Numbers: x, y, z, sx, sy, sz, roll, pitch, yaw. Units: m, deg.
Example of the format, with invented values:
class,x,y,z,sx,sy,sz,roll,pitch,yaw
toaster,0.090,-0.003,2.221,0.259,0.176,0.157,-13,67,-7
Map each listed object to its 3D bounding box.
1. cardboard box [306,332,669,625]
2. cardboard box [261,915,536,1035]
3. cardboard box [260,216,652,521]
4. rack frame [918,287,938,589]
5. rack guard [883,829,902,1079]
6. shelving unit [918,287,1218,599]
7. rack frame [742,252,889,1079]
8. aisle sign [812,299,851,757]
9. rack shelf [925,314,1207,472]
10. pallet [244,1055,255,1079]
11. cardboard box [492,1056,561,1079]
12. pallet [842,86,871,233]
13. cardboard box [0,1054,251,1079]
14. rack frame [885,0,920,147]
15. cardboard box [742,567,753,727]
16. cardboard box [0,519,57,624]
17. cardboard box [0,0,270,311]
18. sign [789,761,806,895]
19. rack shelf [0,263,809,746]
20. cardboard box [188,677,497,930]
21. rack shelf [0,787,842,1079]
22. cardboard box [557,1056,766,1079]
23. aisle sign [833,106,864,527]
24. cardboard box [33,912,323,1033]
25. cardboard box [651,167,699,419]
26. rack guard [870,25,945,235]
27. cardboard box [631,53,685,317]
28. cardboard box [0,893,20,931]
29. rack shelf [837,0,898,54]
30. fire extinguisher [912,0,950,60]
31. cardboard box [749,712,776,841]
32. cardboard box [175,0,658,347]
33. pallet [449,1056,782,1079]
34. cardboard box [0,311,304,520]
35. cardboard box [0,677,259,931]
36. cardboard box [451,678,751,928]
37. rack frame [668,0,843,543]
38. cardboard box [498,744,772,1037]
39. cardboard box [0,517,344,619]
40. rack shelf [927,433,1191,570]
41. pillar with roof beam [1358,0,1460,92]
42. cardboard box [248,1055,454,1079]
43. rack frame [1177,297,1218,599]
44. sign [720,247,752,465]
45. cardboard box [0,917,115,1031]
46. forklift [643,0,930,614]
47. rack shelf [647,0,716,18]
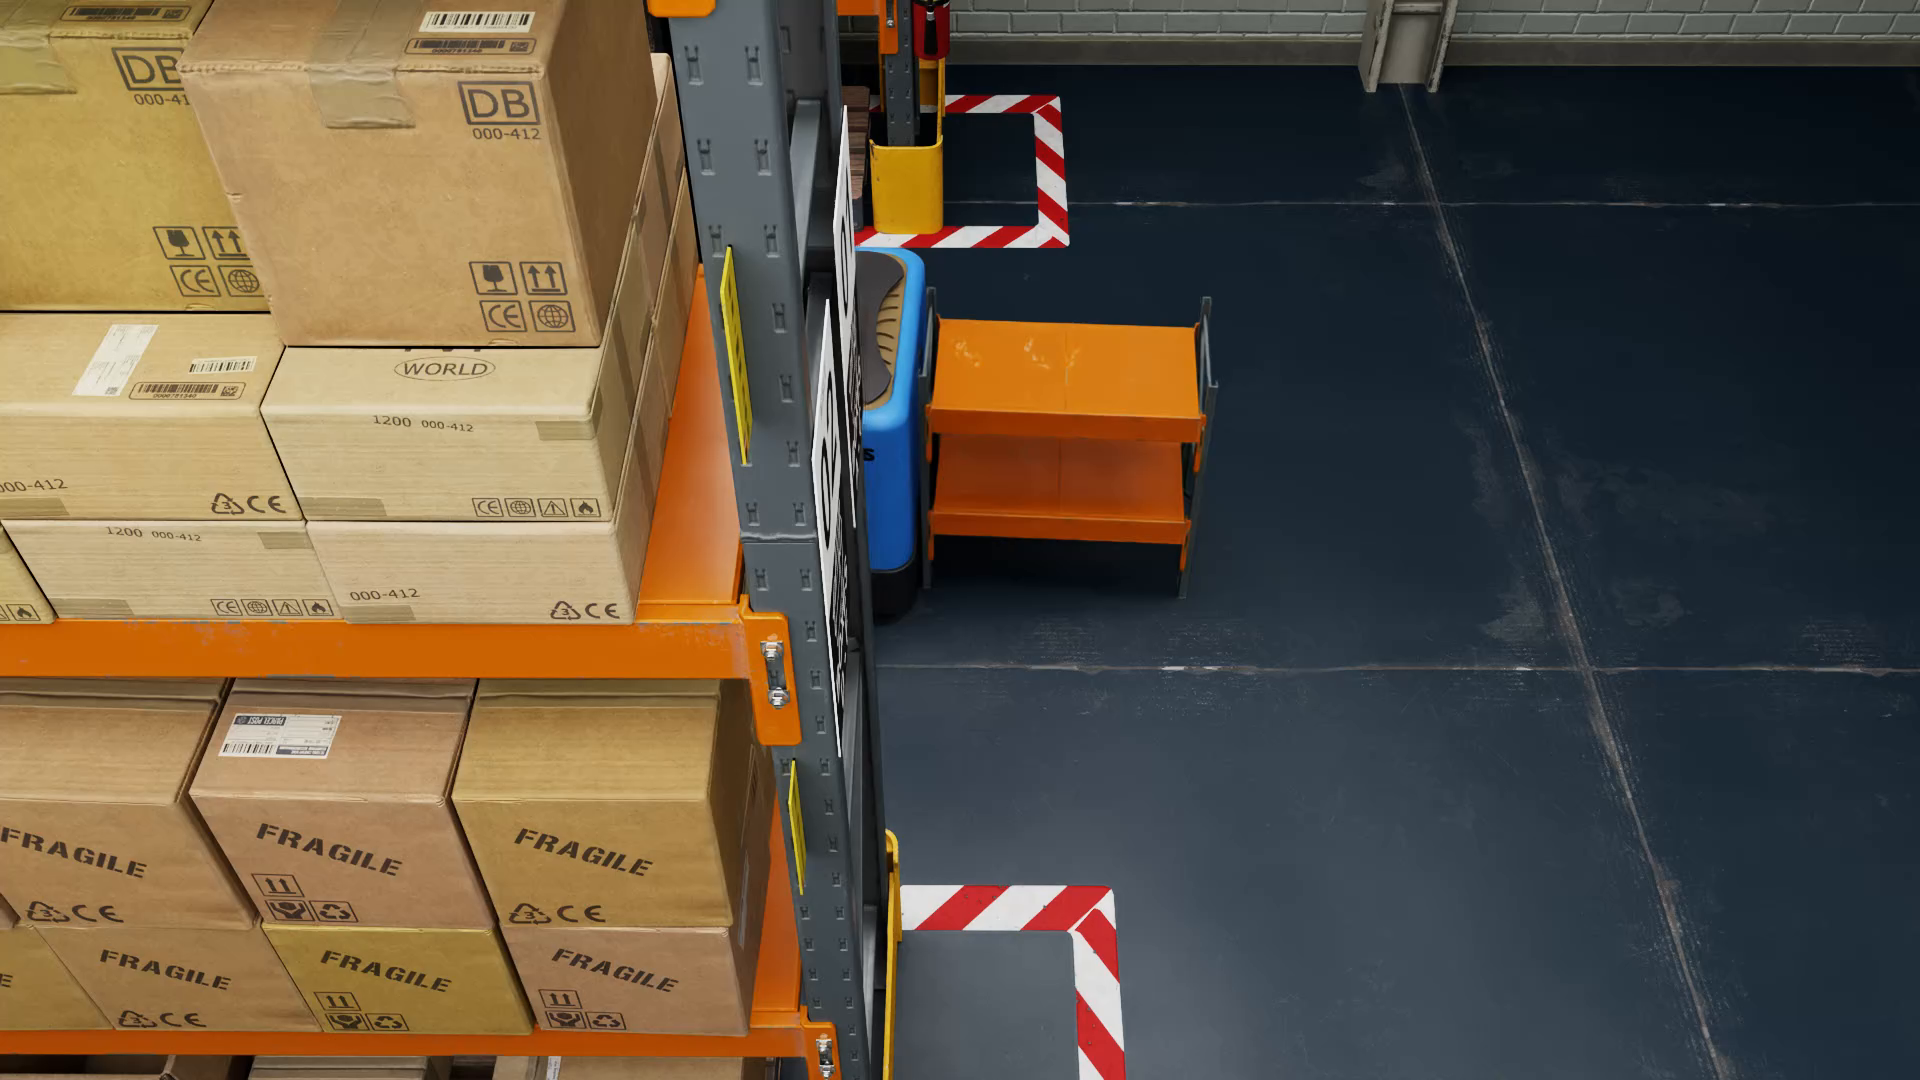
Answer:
class,x,y,z,sx,sy,sz,roll,pitch,yaw
cardboard box,-0.809,-0.118,2.945,0.500,0.250,0.500,0,47,0
cardboard box,-1.262,0.826,3.944,0.500,0.500,0.500,1,47,0
cardboard box,-0.809,-0.295,2.768,0.500,0.250,0.500,0,47,0
rack frame,-0.119,-0.372,6.408,0.032,1.125,0.500,2,47,2
rack guard,-0.371,1.513,5.081,0.348,0.500,1.175,0,47,0
shelving unit,0.389,-0.351,6.389,1.048,1.125,0.538,2,47,2
rack frame,-0.295,0.661,4.166,0.127,3.000,1.000,0,47,0
aisle sign,-0.228,0.000,3.006,0.004,0.787,0.394,0,47,0
rack shelf,0.389,-0.551,6.175,1.000,0.278,0.538,2,47,2
pallet,-2.385,1.604,5.194,1.213,0.211,1.003,0,47,0
cardboard box,-1.244,1.588,4.938,0.250,0.166,0.380,0,47,0
pallet,-1.080,-1.960,8.511,1.213,0.211,1.003,0,47,0
cardboard box,-2.416,1.352,4.928,0.637,0.503,0.797,0,47,0
rack frame,-0.280,-2.965,7.541,0.127,3.000,1.000,0,47,0
cardboard box,-0.737,0.092,3.944,0.500,0.500,0.500,1,47,1
cardboard box,-1.809,-0.119,2.946,0.500,0.250,0.500,0,47,0
cardboard box,-1.308,-0.788,2.715,0.500,0.500,0.700,0,47,0
sign,-0.317,0.565,3.249,0.005,0.325,0.100,0,47,0
rack shelf,-2.295,-0.121,3.337,4.000,0.370,1.077,0,47,0
cardboard box,-1.246,0.486,3.578,0.500,0.500,0.500,1,47,1
rack shelf,-2.295,0.901,4.435,4.000,0.370,1.077,0,47,0
cardboard box,-0.839,1.542,4.754,0.500,0.500,0.500,0,47,0
aisle sign,-0.225,-0.439,3.415,0.004,0.787,0.394,0,47,0
cardboard box,-1.761,0.821,3.949,0.500,0.500,0.500,0,47,0
cardboard box,-0.807,-0.497,3.298,0.500,0.250,0.500,0,47,0
rack guard,-0.256,-2.113,8.456,0.348,0.500,1.175,0,47,0
cardboard box,-0.807,-0.672,3.119,0.500,0.250,0.500,0,47,0
cardboard box,-2.278,0.486,3.578,0.500,0.500,0.500,1,47,1
rack shelf,-2.280,-2.725,7.810,4.000,0.370,1.077,0,47,0
fire extinguisher,-0.131,-2.473,7.391,0.183,0.674,0.296,0,47,0
cardboard box,-0.737,0.433,4.310,0.500,0.500,0.500,1,47,1
cardboard box,-0.808,-0.725,2.656,0.500,0.500,0.700,0,47,0
pallet,-1.168,1.610,5.189,1.213,0.211,1.003,0,47,0
cardboard box,-1.309,-0.296,2.769,0.500,0.250,0.500,0,47,0
cardboard box,-1.764,0.488,3.576,0.500,0.500,0.500,1,47,1
cardboard box,-0.741,0.486,3.577,0.500,0.500,0.500,0,47,0
rack frame,-0.295,-1.383,1.970,0.127,3.000,1.000,0,47,0
cardboard box,-0.744,0.825,3.945,0.500,0.500,0.500,1,47,1
cardboard box,-1.309,-0.128,2.954,0.500,0.250,0.500,0,47,0
rack shelf,0.389,-0.185,6.568,1.000,0.278,0.538,2,47,2
pillar with roof beam,2.407,-2.484,2.995,0.400,9.000,9.100,0,47,0
cardboard box,-1.789,1.602,4.868,0.500,0.250,0.500,0,47,0
rack frame,0.896,-0.331,6.370,0.032,1.125,0.500,2,47,2
sign,-0.317,-0.256,2.366,0.005,0.325,0.100,0,47,0
cardboard box,-2.265,0.819,3.951,0.500,0.500,0.500,0,47,0
forklift,-1.658,-1.102,5.855,3.031,2.935,1.130,2,47,2
rack shelf,-2.295,-1.142,2.240,4.000,0.370,1.077,0,47,0
